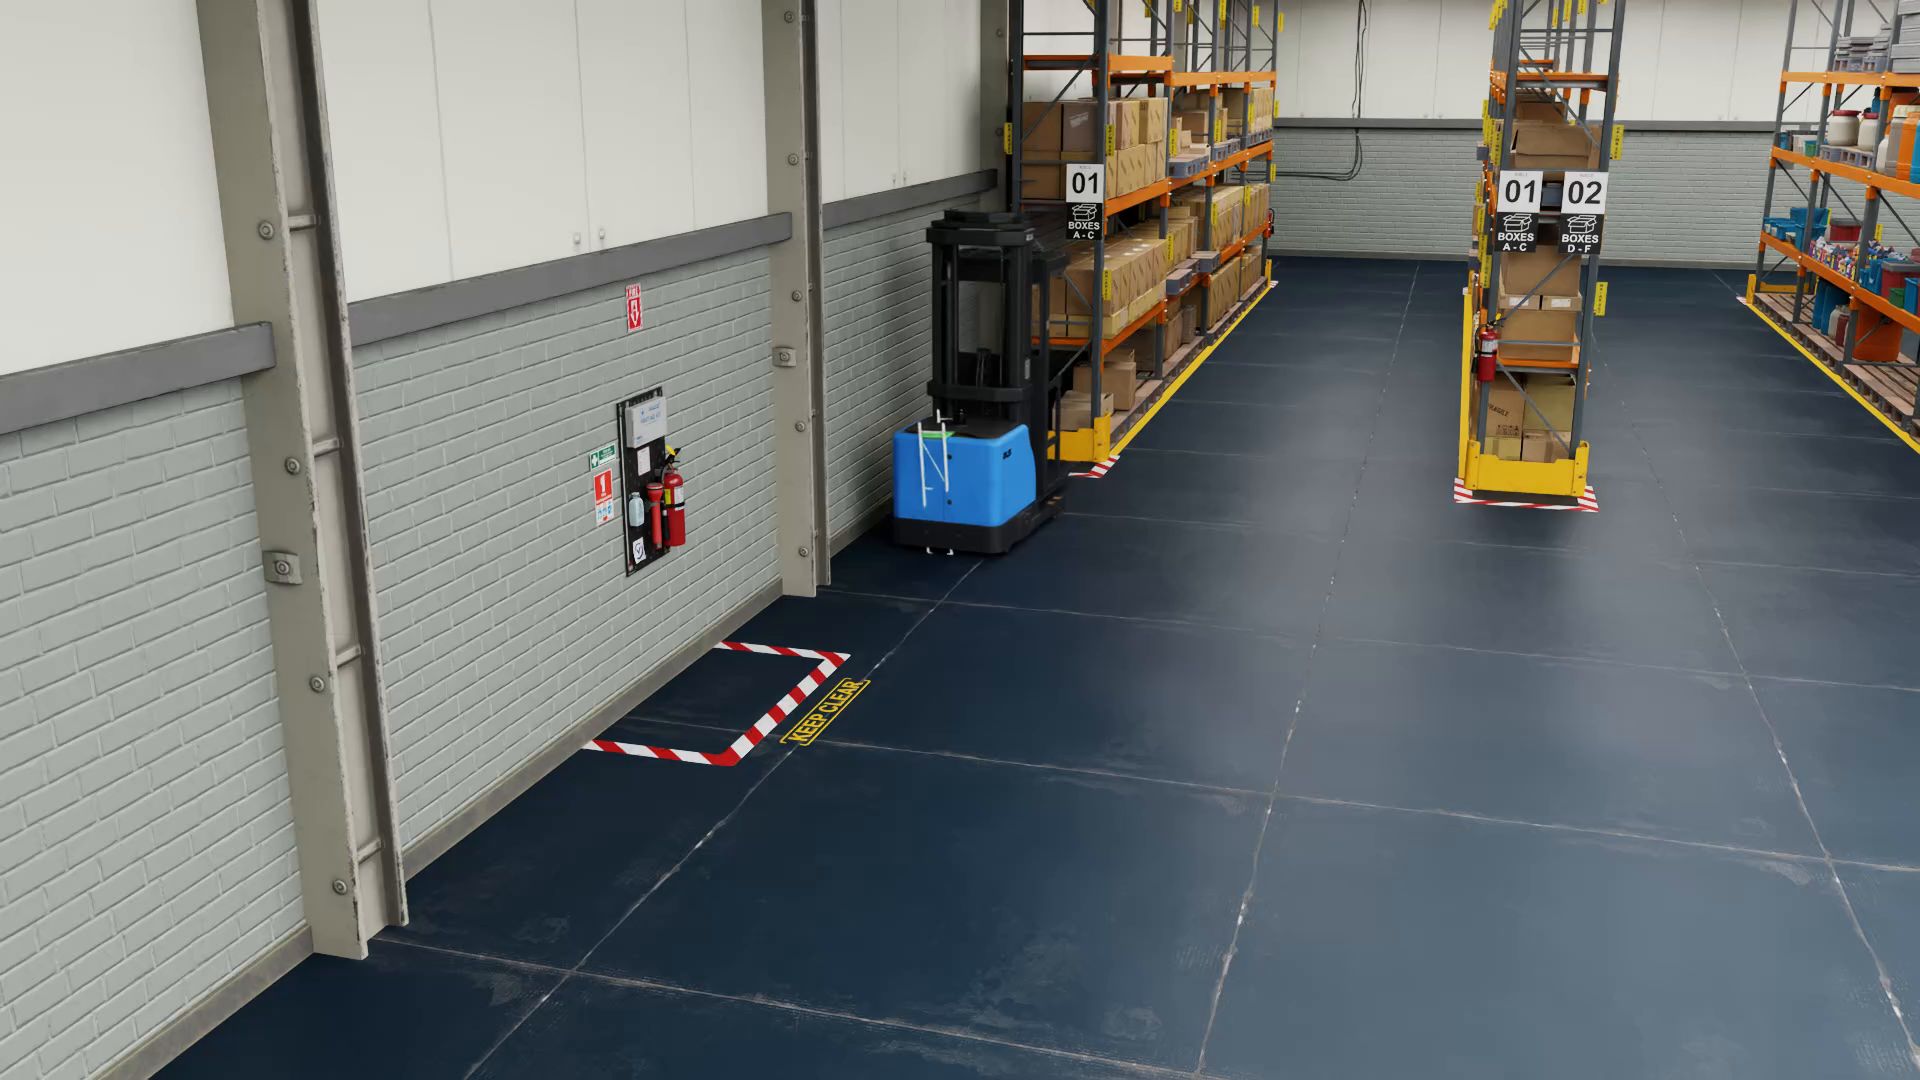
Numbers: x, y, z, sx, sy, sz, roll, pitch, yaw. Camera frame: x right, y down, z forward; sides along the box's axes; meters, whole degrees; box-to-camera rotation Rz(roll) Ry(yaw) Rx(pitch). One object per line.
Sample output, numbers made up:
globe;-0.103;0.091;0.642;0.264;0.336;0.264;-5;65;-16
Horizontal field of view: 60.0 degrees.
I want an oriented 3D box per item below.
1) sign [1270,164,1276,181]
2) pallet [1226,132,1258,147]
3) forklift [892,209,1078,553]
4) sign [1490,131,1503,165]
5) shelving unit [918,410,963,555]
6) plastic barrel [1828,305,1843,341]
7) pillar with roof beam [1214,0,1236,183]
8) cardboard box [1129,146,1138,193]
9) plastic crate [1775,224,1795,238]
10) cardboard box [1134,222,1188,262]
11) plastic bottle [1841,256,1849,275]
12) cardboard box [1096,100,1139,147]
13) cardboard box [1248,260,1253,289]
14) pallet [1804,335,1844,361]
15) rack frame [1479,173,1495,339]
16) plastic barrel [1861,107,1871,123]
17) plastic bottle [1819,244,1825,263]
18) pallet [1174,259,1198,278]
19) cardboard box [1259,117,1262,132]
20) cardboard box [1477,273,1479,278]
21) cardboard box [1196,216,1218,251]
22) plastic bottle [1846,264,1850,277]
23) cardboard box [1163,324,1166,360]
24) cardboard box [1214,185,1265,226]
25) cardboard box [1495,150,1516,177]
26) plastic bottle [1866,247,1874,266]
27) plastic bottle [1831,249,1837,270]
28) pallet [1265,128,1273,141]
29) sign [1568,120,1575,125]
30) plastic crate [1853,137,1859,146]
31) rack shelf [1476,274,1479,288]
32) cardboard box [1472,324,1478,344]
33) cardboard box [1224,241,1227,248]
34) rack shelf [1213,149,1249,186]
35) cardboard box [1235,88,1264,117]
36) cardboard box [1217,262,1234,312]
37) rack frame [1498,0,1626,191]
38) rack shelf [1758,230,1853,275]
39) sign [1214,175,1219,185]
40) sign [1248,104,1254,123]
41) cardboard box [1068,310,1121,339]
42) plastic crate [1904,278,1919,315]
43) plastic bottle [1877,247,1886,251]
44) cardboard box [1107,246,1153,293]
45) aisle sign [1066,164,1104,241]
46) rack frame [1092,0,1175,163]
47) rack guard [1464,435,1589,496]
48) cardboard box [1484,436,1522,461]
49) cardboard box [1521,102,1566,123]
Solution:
sign;6.111;-7.170;32.474;0.100;0.325;0.005;5;16;16
pallet;4.700;-7.111;29.491;1.003;0.211;1.213;5;16;16
forklift;0.383;-1.651;15.701;1.130;2.935;3.031;6;17;20
sign;5.282;-3.852;16.358;0.100;0.325;0.005;5;16;16
shelving unit;-0.136;-0.518;14.831;0.258;1.200;0.503;3;18;19
plastic barrel;13.338;-3.268;25.063;0.421;0.512;0.421;0;16;0
pillar with roof beam;9.660;-9.870;33.557;9.100;9.000;0.400;5;16;16
cardboard box;1.713;-4.201;18.847;0.500;0.500;0.500;5;17;18
plastic crate;14.333;-5.341;28.779;0.416;0.233;0.300;5;16;16
cardboard box;2.864;-4.260;23.781;0.700;0.500;0.500;5;16;16
plastic bottle;12.752;-3.951;23.919;0.097;0.271;0.097;0;16;0
cardboard box;1.716;-4.684;18.719;0.500;0.500;0.500;5;17;17
cardboard box;5.063;-4.950;31.017;0.700;0.500;0.500;5;17;17
pallet;13.352;-2.869;24.979;1.003;0.211;1.213;5;16;16
rack frame;6.935;-3.022;20.406;1.000;3.000;0.127;5;16;16
plastic barrel;13.892;-6.211;25.038;0.600;0.588;0.600;0;16;0
plastic bottle;13.191;-4.378;25.403;0.061;0.283;0.133;5;16;16
pallet;2.798;-3.838;23.636;1.003;0.211;1.213;5;16;16
cardboard box;5.204;-7.546;30.183;0.500;0.250;0.500;4;16;14
cardboard box;8.553;-4.115;26.662;0.500;0.250;0.500;5;16;16
cardboard box;3.705;-4.759;25.768;0.500;0.500;0.500;5;17;18
plastic bottle;12.669;-3.841;23.659;0.097;0.201;0.097;0;16;0
cardboard box;2.476;-2.747;23.212;0.700;0.500;0.500;4;16;15
cardboard box;5.263;-6.363;31.637;0.980;0.700;0.700;4;16;15
cardboard box;5.873;-3.937;17.385;0.500;0.250;0.500;5;16;16
plastic bottle;13.744;-4.282;25.084;0.097;0.271;0.097;0;16;0
plastic bottle;12.941;-4.148;24.591;0.061;0.283;0.133;5;16;16
pallet;5.394;-7.750;31.741;1.003;0.211;1.213;5;16;16
sign;8.601;-5.753;23.446;0.100;0.325;0.005;5;16;16
plastic crate;14.572;-6.413;27.107;0.497;0.269;0.590;5;16;16
rack shelf;8.640;-4.245;26.039;1.077;0.370;4.000;5;16;16
cardboard box;7.353;-2.832;22.978;0.500;0.311;0.500;4;16;14
cardboard box;4.230;-4.947;27.618;0.380;0.149;0.250;4;16;14
rack shelf;3.890;-6.072;26.980;1.077;0.370;4.000;5;16;16
cardboard box;5.205;-7.909;30.088;0.500;0.500;0.500;5;17;16
cardboard box;4.148;-4.253;27.916;0.750;0.750;0.750;5;17;18
rack frame;5.798;-4.861;15.898;1.000;3.000;0.127;5;16;16
rack shelf;14.525;-4.907;28.370;1.077;0.370;4.000;5;16;16
sign;5.064;-7.043;32.854;0.100;0.325;0.005;5;16;16
sign;4.981;-7.301;28.474;0.100;0.325;0.005;5;16;16
cardboard box;1.491;-2.399;18.448;0.500;0.250;0.500;4;16;14
plastic crate;11.698;-2.942;20.153;0.392;0.384;0.575;5;16;16
plastic bottle;13.869;-4.279;25.066;0.152;0.276;0.135;5;16;16
cardboard box;2.057;-3.293;20.228;0.500;0.500;0.500;4;16;14
aisle sign;1.315;-3.567;17.564;0.394;0.787;0.004;5;16;16
rack frame;2.184;-6.291;20.938;1.000;3.000;0.127;5;16;16
rack guard;5.791;-0.766;17.035;1.175;0.500;0.348;5;16;16
cardboard box;5.667;-1.018;17.610;0.500;0.250;0.500;5;16;16
cardboard box;7.148;-5.114;20.416;0.500;0.500;0.500;5;17;17
